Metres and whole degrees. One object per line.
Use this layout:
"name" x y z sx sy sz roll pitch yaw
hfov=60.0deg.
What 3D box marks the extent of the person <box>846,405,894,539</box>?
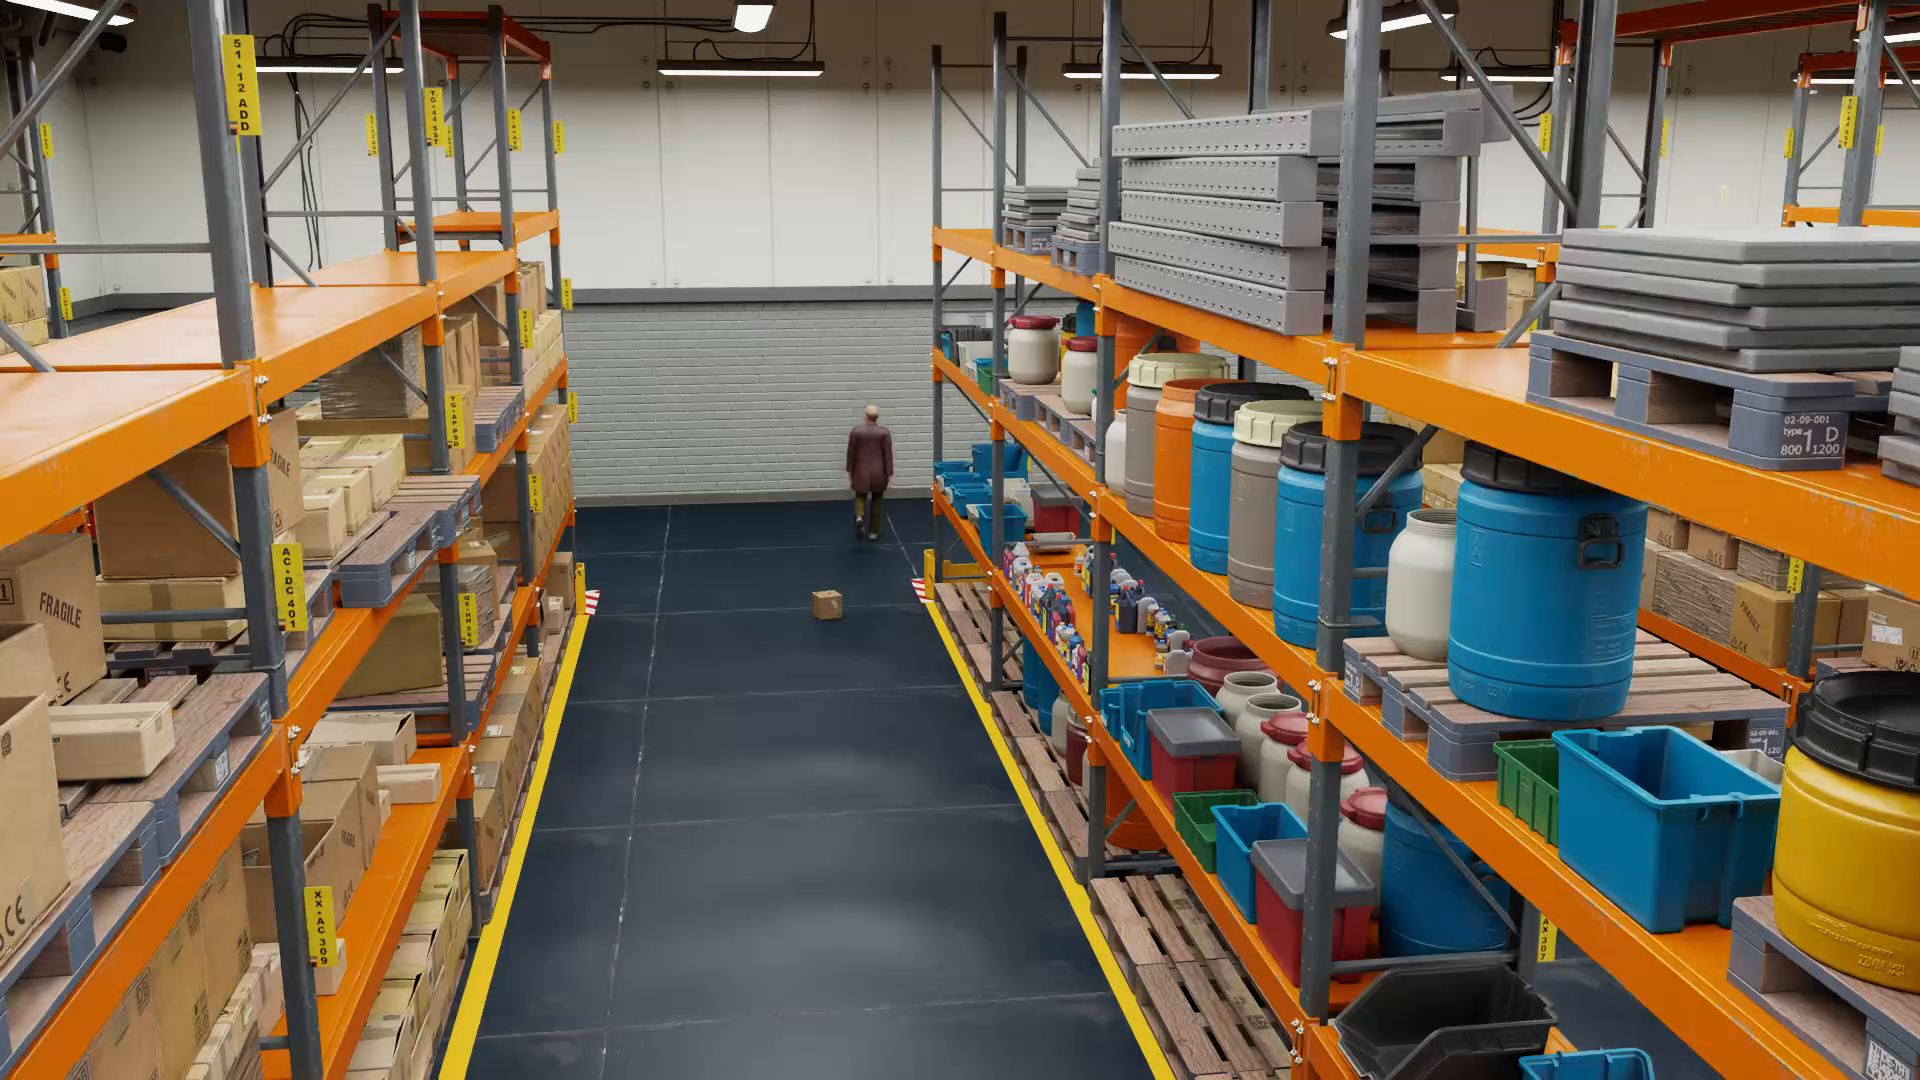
"person" -1.162 -0.862 21.395 0.615 1.759 0.776 0 13 1
